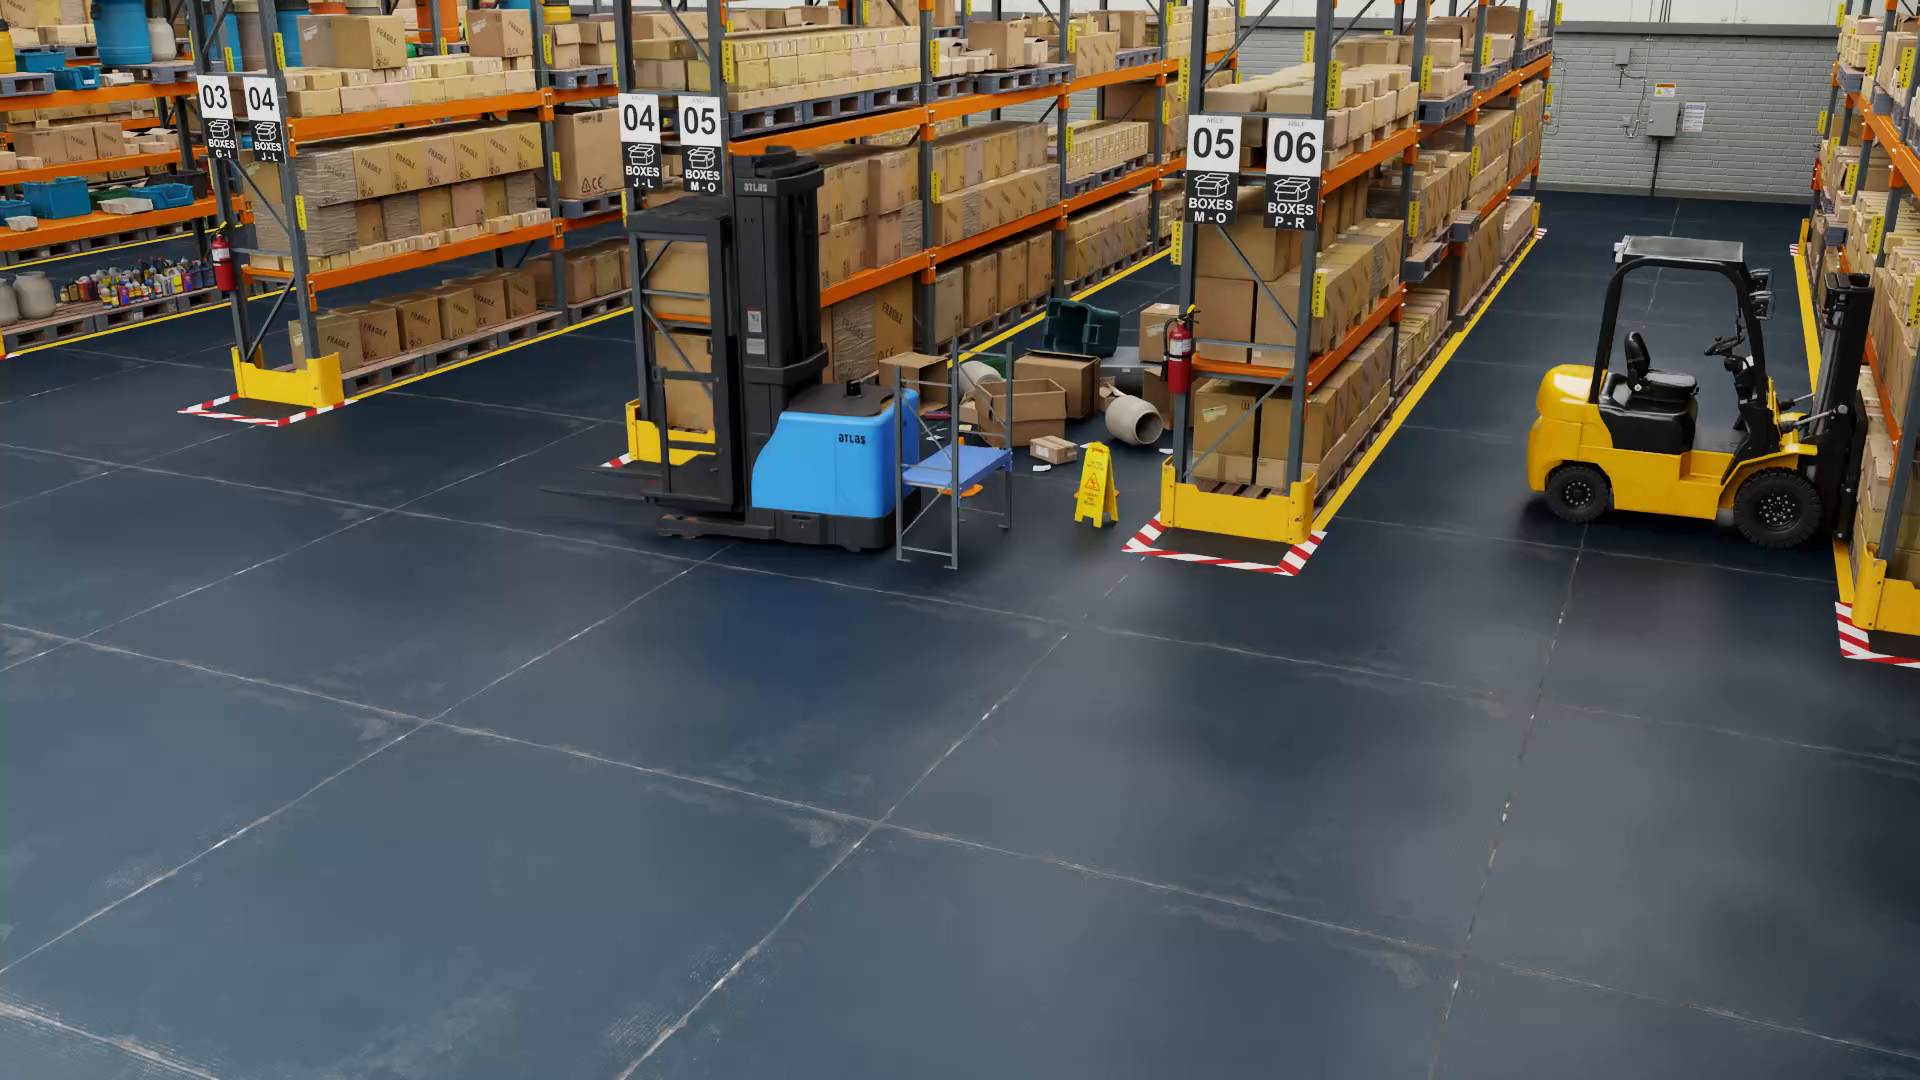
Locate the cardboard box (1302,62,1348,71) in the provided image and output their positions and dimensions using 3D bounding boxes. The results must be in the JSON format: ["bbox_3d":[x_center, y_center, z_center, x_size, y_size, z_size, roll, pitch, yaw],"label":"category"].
[{"bbox_3d":[3.365,-4.322,15.354,0.380,0.149,0.250,8,21,22],"label":"cardboard box"}]

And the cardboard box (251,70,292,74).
[{"bbox_3d":[-6.844,-4.562,16.471,0.380,0.149,0.250,8,21,21],"label":"cardboard box"}]

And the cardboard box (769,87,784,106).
[{"bbox_3d":[-1.764,-3.884,14.535,0.380,0.149,0.250,9,21,23],"label":"cardboard box"}]

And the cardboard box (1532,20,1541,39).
[{"bbox_3d":[8.604,-7.809,25.421,0.500,0.250,0.500,7,21,18],"label":"cardboard box"}]

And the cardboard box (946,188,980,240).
[{"bbox_3d":[-0.098,-3.677,18.681,0.500,0.500,0.500,9,21,23],"label":"cardboard box"}]

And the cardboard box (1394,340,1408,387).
[{"bbox_3d":[4.005,-1.823,16.914,0.950,0.372,0.625,9,21,23],"label":"cardboard box"}]

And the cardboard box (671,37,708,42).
[{"bbox_3d":[-2.366,-4.348,14.651,0.380,0.149,0.250,9,21,24],"label":"cardboard box"}]

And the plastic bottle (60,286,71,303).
[{"bbox_3d":[-11.053,-3.030,20.532,0.097,0.201,0.097,0,20,0],"label":"plastic bottle"}]

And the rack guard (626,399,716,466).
[{"bbox_3d":[-2.413,-0.943,14.876,1.175,0.500,0.348,9,21,23],"label":"rack guard"}]

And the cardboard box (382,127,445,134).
[{"bbox_3d":[-6.074,-4.313,18.533,0.500,0.500,0.500,9,21,23],"label":"cardboard box"}]

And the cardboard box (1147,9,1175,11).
[{"bbox_3d":[3.145,-8.247,26.088,0.380,0.149,0.250,9,22,25],"label":"cardboard box"}]

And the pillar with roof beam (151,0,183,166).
[{"bbox_3d":[-12.105,-11.116,30.795,9.100,9.000,0.400,9,21,23],"label":"pillar with roof beam"}]

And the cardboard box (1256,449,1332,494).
[{"bbox_3d":[2.737,-0.591,13.631,0.500,0.250,0.500,8,21,22],"label":"cardboard box"}]

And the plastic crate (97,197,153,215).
[{"bbox_3d":[-10.201,-4.087,20.378,0.530,0.136,0.437,9,21,23],"label":"plastic crate"}]

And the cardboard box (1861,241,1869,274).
[{"bbox_3d":[8.494,-2.531,15.088,0.500,0.250,0.500,8,21,21],"label":"cardboard box"}]

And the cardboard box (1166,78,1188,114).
[{"bbox_3d":[3.351,-6.870,25.725,0.500,0.500,0.500,9,21,24],"label":"cardboard box"}]

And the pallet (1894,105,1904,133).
[{"bbox_3d":[8.671,-3.618,14.473,0.805,0.209,1.217,8,21,21],"label":"pallet"}]

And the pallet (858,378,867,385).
[{"bbox_3d":[-1.646,-1.441,16.707,1.003,0.211,1.213,9,21,23],"label":"pallet"}]

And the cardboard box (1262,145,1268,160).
[{"bbox_3d":[2.257,-3.080,13.050,0.380,0.149,0.250,9,22,24],"label":"cardboard box"}]

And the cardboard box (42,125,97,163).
[{"bbox_3d":[-13.535,-6.017,25.262,0.500,0.500,0.500,9,21,23],"label":"cardboard box"}]

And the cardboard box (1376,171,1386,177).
[{"bbox_3d":[4.191,-3.570,17.309,0.500,0.500,0.500,9,22,25],"label":"cardboard box"}]

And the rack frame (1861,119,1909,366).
[{"bbox_3d":[8.322,-2.023,14.181,1.000,3.000,0.127,9,21,23],"label":"rack frame"}]

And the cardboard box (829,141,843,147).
[{"bbox_3d":[-2.124,-6.225,25.846,0.500,0.500,0.500,9,22,24],"label":"cardboard box"}]

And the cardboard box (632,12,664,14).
[{"bbox_3d":[-4.249,-6.719,22.012,0.500,0.500,0.500,9,21,23],"label":"cardboard box"}]

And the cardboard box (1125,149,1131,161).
[{"bbox_3d":[2.216,-5.496,23.694,0.380,0.149,0.250,7,21,20],"label":"cardboard box"}]

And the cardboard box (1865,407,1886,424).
[{"bbox_3d":[7.204,-0.824,12.793,0.500,0.250,0.500,8,21,22],"label":"cardboard box"}]

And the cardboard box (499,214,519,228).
[{"bbox_3d":[-5.337,-3.695,19.257,0.380,0.149,0.250,9,21,23],"label":"cardboard box"}]

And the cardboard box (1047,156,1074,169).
[{"bbox_3d":[1.254,-4.914,21.614,0.380,0.149,0.250,10,22,25],"label":"cardboard box"}]

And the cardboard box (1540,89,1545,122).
[{"bbox_3d":[8.726,-6.710,25.717,0.500,0.500,0.500,9,22,24],"label":"cardboard box"}]

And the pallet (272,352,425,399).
[{"bbox_3d":[-6.491,-1.793,17.695,1.003,0.211,1.213,9,21,23],"label":"pallet"}]

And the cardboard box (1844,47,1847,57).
[{"bbox_3d":[12.204,-6.602,22.359,0.500,0.250,0.500,8,21,22],"label":"cardboard box"}]

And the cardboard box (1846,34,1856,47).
[{"bbox_3d":[11.075,-6.118,20.372,0.380,0.149,0.250,9,22,24],"label":"cardboard box"}]

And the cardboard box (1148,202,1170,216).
[{"bbox_3d":[3.008,-5.085,25.530,0.380,0.149,0.250,10,22,25],"label":"cardboard box"}]

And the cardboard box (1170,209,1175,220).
[{"bbox_3d":[3.153,-5.110,26.044,0.380,0.149,0.250,7,21,20],"label":"cardboard box"}]

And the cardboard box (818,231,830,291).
[{"bbox_3d":[-1.743,-2.644,15.703,0.875,0.550,0.550,9,21,23],"label":"cardboard box"}]

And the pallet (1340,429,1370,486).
[{"bbox_3d":[3.051,-0.805,14.917,1.003,0.211,1.213,9,21,23],"label":"pallet"}]

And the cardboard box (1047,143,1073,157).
[{"bbox_3d":[1.240,-5.050,21.552,0.380,0.149,0.250,9,21,23],"label":"cardboard box"}]

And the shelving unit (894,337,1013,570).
[{"bbox_3d":[-0.035,-0.681,12.644,0.538,1.500,1.048,9,21,23],"label":"shelving unit"}]

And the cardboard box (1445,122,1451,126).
[{"bbox_3d":[5.815,-4.947,20.761,0.500,0.500,0.500,9,21,23],"label":"cardboard box"}]

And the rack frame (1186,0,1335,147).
[{"bbox_3d":[2.154,-4.307,11.649,1.000,3.000,0.127,9,21,23],"label":"rack frame"}]

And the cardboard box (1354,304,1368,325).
[{"bbox_3d":[3.321,-1.976,14.423,0.380,0.149,0.250,9,21,23],"label":"cardboard box"}]

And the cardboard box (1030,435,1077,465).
[{"bbox_3d":[0.848,-0.815,15.038,0.250,0.149,0.380,-14,24,-33],"label":"cardboard box"}]

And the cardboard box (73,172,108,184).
[{"bbox_3d":[-16.383,-6.983,30.710,0.750,0.750,0.750,8,21,22],"label":"cardboard box"}]

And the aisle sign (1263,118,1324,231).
[{"bbox_3d":[2.411,-2.644,12.046,0.394,0.787,0.004,9,21,23],"label":"aisle sign"}]

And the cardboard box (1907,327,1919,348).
[{"bbox_3d":[6.648,-1.380,11.254,0.380,0.149,0.250,9,21,24],"label":"cardboard box"}]

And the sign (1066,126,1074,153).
[{"bbox_3d":[1.380,-5.044,20.949,0.100,0.325,0.005,9,21,23],"label":"sign"}]

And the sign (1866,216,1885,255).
[{"bbox_3d":[7.823,-2.603,14.201,0.100,0.325,0.005,9,21,23],"label":"sign"}]

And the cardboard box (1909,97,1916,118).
[{"bbox_3d":[7.861,-3.467,13.365,0.380,0.149,0.250,9,21,24],"label":"cardboard box"}]

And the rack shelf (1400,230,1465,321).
[{"bbox_3d":[4.611,-2.975,17.932,1.077,0.370,4.000,9,21,23],"label":"rack shelf"}]

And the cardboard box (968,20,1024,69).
[{"bbox_3d":[0.416,-5.710,19.145,0.500,0.500,0.500,9,21,23],"label":"cardboard box"}]

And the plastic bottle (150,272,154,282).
[{"bbox_3d":[-10.147,-3.241,21.004,0.061,0.283,0.133,9,21,23],"label":"plastic bottle"}]

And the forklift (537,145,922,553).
[{"bbox_3d":[-1.886,-1.550,12.952,3.031,2.935,1.130,6,20,15],"label":"forklift"}]

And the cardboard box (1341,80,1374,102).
[{"bbox_3d":[3.099,-3.603,13.331,0.380,0.149,0.250,9,22,24],"label":"cardboard box"}]

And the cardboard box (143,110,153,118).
[{"bbox_3d":[-15.639,-8.143,31.734,0.380,0.149,0.250,9,22,24],"label":"cardboard box"}]
